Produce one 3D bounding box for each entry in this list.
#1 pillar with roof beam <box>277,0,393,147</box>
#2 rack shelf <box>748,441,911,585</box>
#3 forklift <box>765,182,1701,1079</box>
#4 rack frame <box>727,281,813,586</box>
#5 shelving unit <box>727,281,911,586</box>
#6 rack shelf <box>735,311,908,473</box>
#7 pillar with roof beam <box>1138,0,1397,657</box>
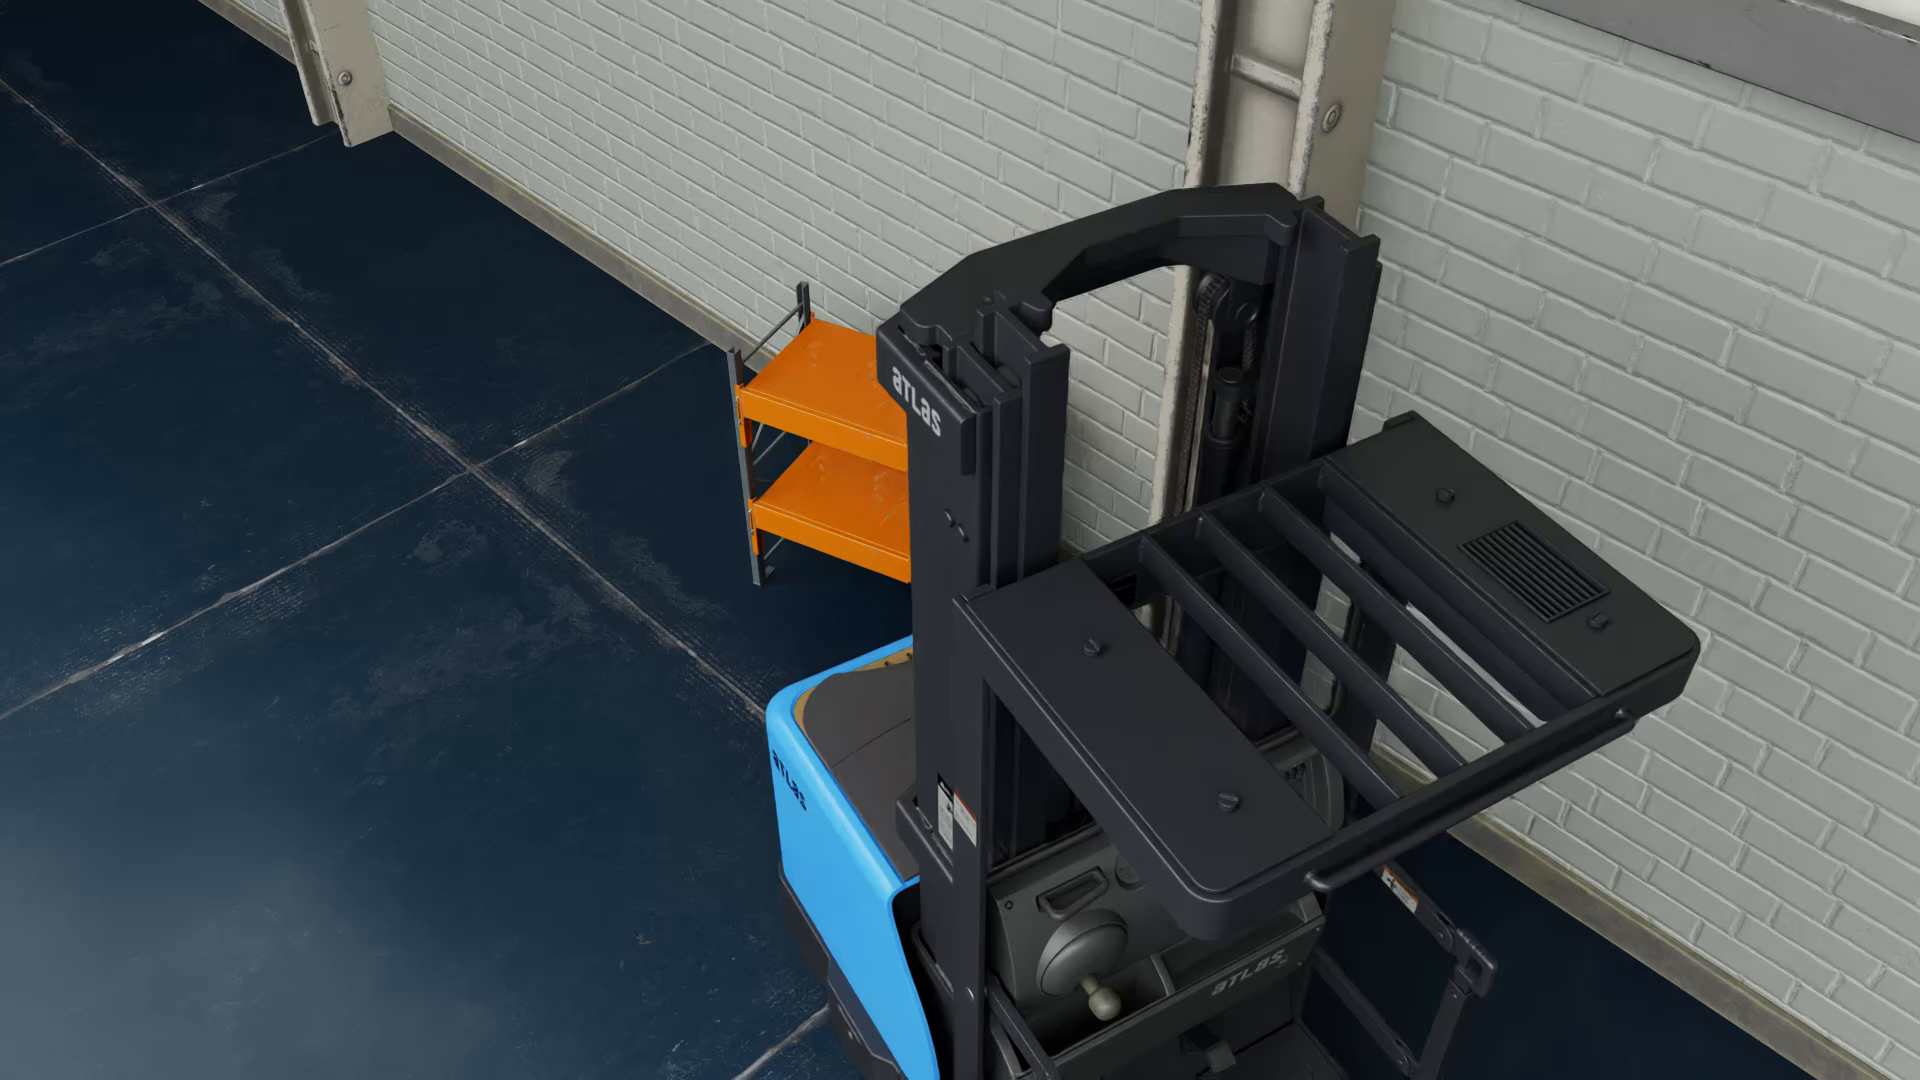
[{"bbox_3d":[-6.409,-3.549,3.960,9.100,9.000,0.400,-34,53,-31],"label":"pillar with roof beam"},{"bbox_3d":[-0.235,-0.047,6.332,1.000,0.278,0.538,20,46,20],"label":"rack shelf"},{"bbox_3d":[0.607,0.852,3.668,1.130,2.935,3.031,-21,47,-22],"label":"forklift"},{"bbox_3d":[-0.685,-0.387,6.339,0.032,1.125,0.500,20,46,20],"label":"rack frame"},{"bbox_3d":[-0.235,-0.226,6.166,1.048,1.125,0.538,20,46,20],"label":"shelving unit"},{"bbox_3d":[-0.235,-0.441,5.968,1.000,0.278,0.538,20,46,20],"label":"rack shelf"},{"bbox_3d":[-2.172,-0.666,0.840,9.100,9.000,0.400,-34,53,-31],"label":"pillar with roof beam"}]
